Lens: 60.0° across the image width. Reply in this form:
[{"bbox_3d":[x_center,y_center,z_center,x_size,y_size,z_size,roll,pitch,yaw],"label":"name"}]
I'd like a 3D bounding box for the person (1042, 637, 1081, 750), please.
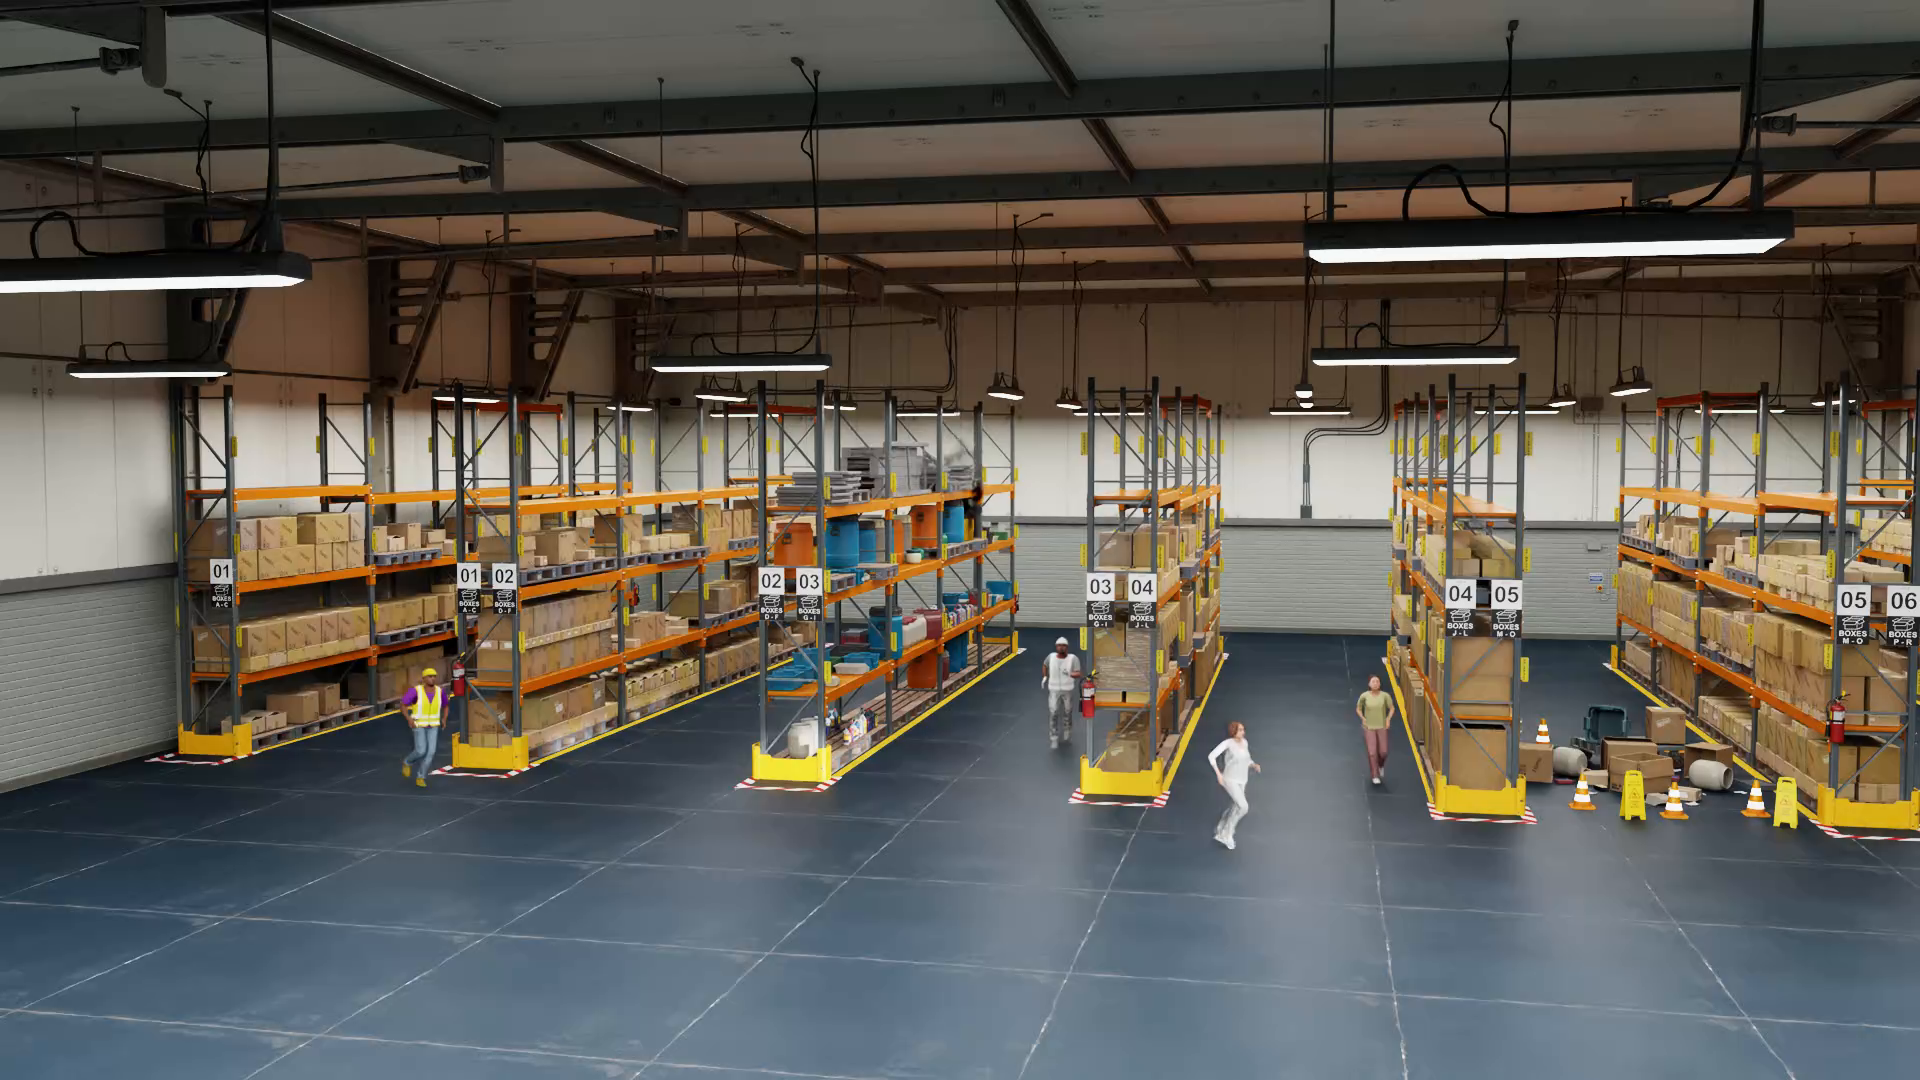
[{"bbox_3d":[1.697,2.537,27.825,0.671,1.826,0.874,0,3,7],"label":"person"}]

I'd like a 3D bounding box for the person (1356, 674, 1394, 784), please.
[{"bbox_3d":[6.168,2.802,24.705,0.558,1.624,0.533,1,3,12],"label":"person"}]

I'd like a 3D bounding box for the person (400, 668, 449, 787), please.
[{"bbox_3d":[-7.955,2.770,24.782,0.726,1.739,0.586,-3,4,-40],"label":"person"}]

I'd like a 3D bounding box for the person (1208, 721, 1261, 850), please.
[{"bbox_3d":[3.440,3.045,20.749,0.534,1.591,0.658,-3,4,-43],"label":"person"}]
